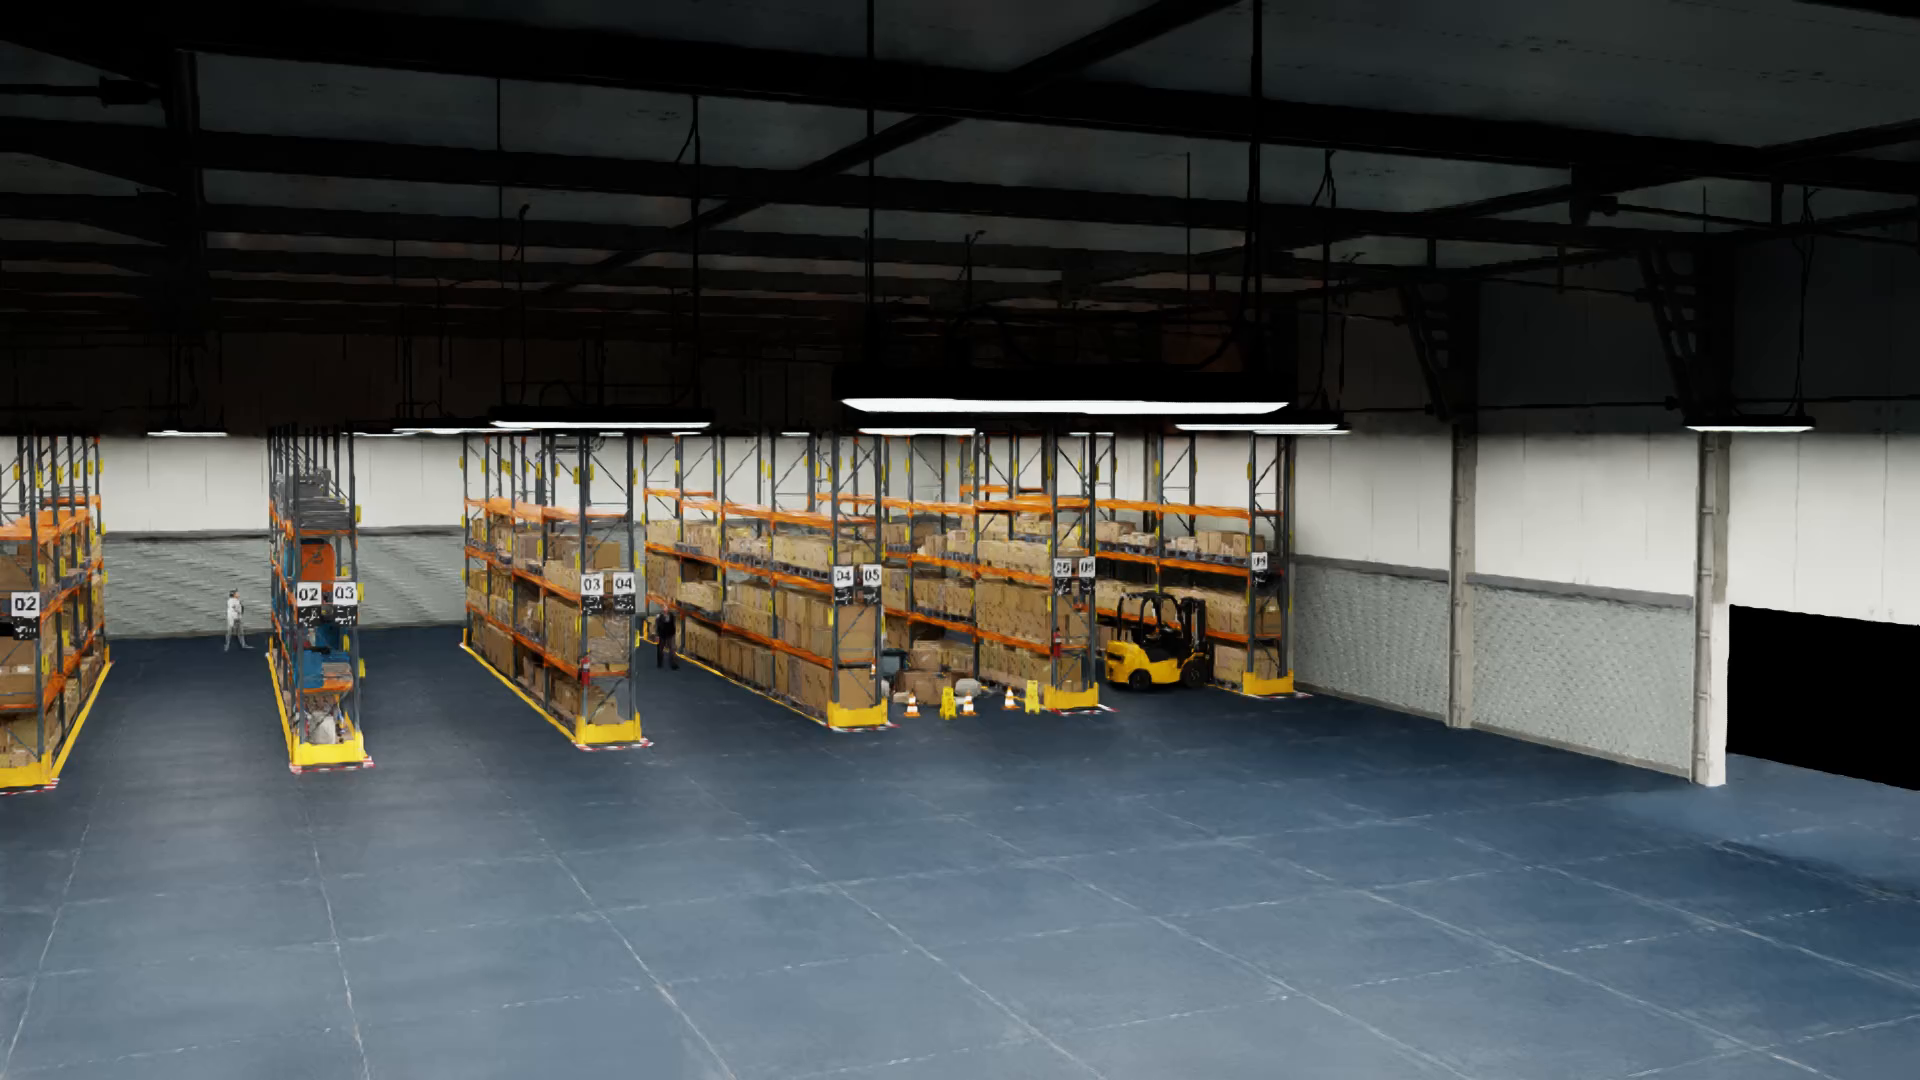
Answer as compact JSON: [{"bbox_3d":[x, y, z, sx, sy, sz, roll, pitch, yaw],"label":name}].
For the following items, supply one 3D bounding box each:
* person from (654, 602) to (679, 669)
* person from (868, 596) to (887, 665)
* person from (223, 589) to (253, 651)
[{"bbox_3d":[-7.314,2.367,41.292,0.543,1.648,1.115,-1,4,-21],"label":"person"},{"bbox_3d":[-2.068,2.269,41.716,0.643,1.773,0.673,0,3,-1],"label":"person"},{"bbox_3d":[-19.526,2.139,44.835,0.550,1.672,0.685,1,4,13],"label":"person"}]
